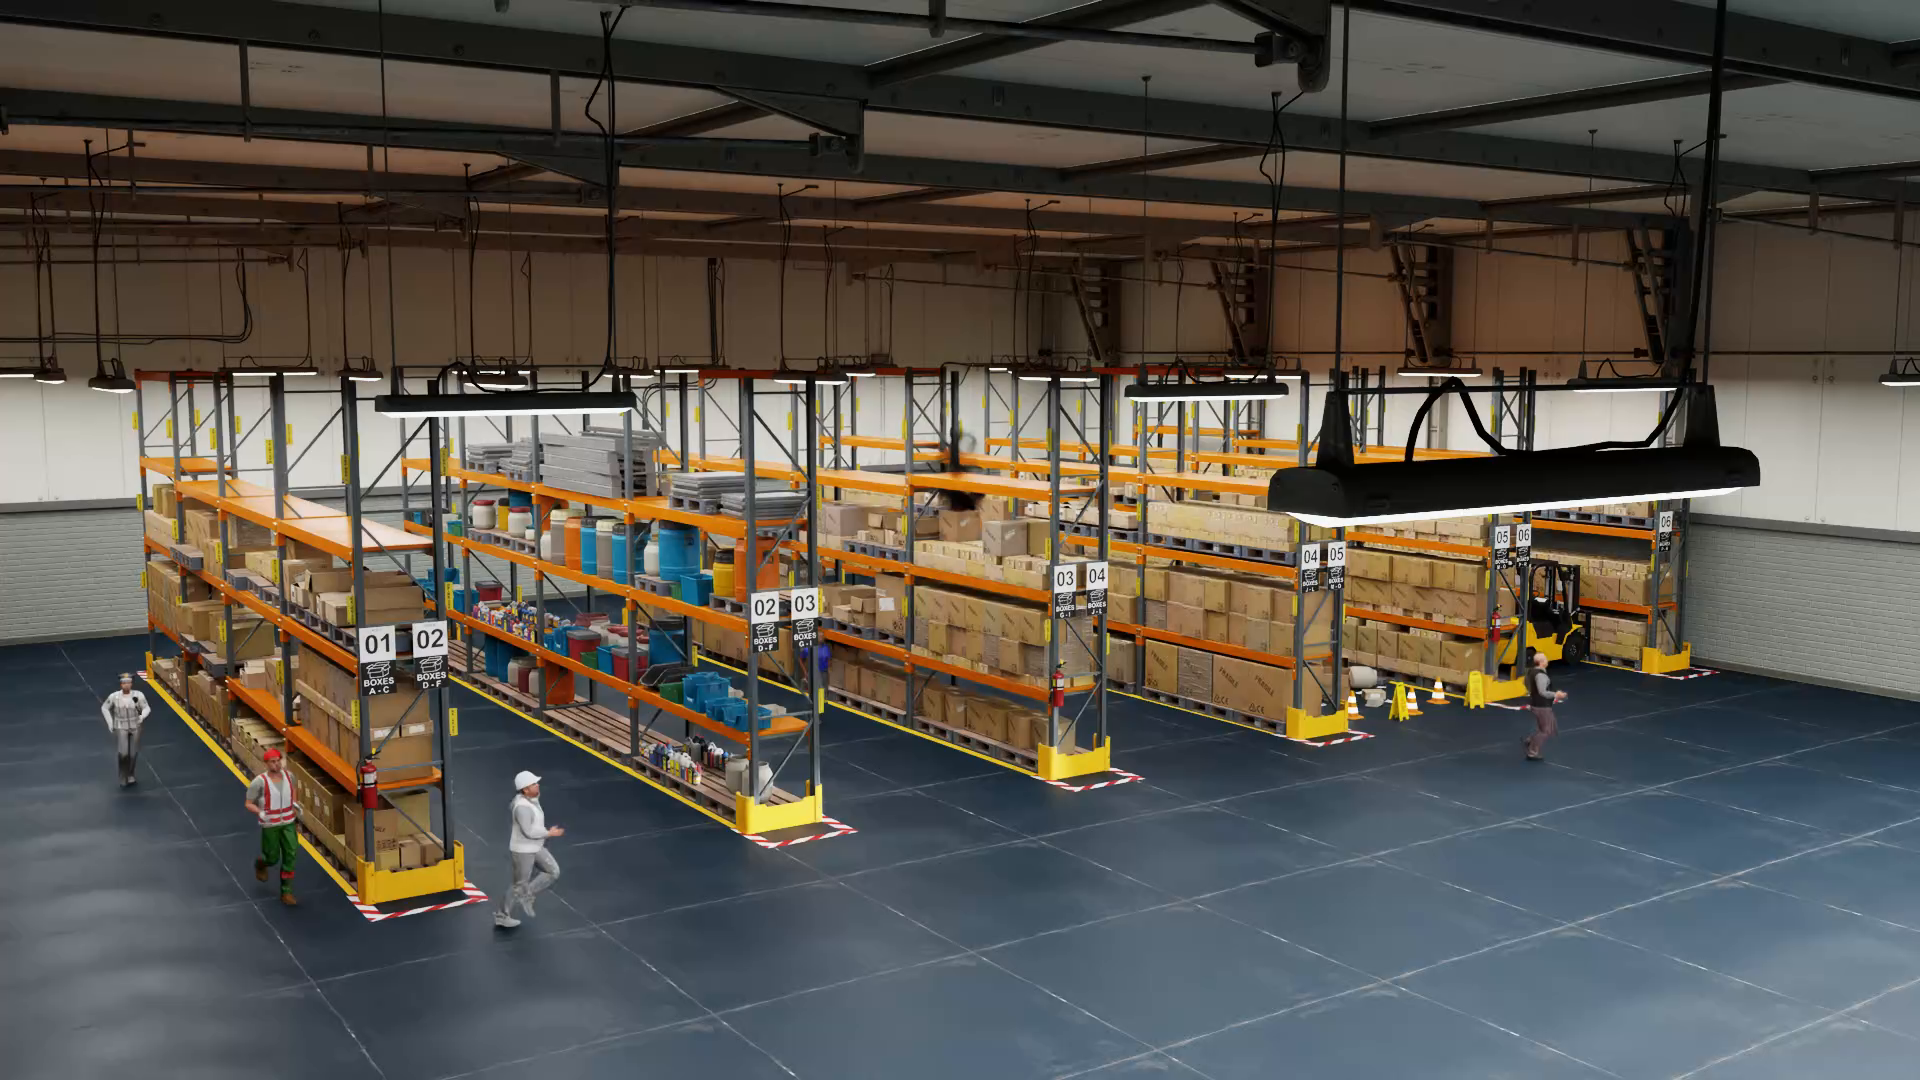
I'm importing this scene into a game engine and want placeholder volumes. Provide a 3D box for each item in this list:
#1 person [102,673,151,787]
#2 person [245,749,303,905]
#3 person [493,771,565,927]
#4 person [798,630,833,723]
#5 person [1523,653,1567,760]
[{"bbox_3d":[-12.135,2.766,24.271,0.614,1.684,0.640,-4,8,-35],"label":"person"},{"bbox_3d":[-7.930,3.286,19.279,0.869,1.772,0.657,6,9,44],"label":"person"},{"bbox_3d":[-4.756,3.385,18.367,0.803,1.729,0.677,0,6,-3],"label":"person"},{"bbox_3d":[-2.374,2.341,28.175,0.550,1.614,0.646,-6,9,-41],"label":"person"},{"bbox_3d":[9.074,2.578,25.785,0.590,1.677,0.648,1,7,9],"label":"person"}]
